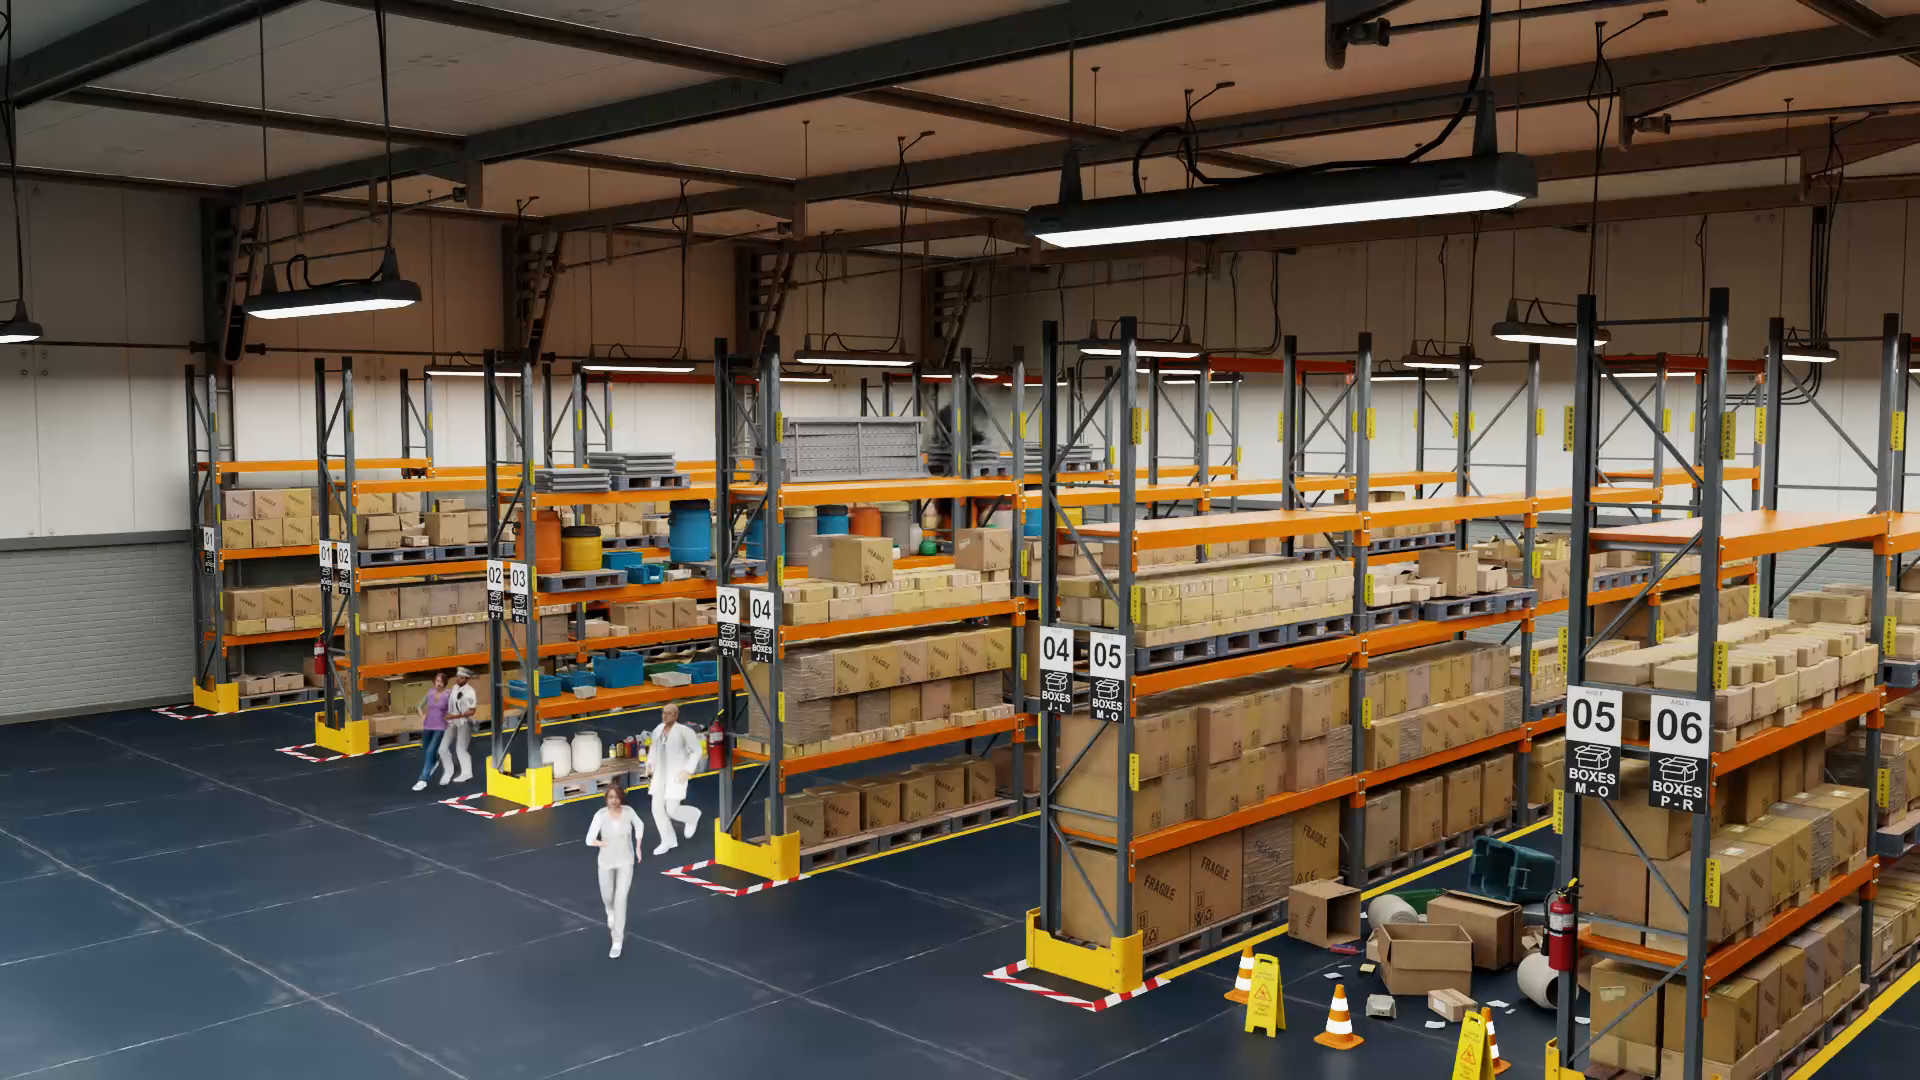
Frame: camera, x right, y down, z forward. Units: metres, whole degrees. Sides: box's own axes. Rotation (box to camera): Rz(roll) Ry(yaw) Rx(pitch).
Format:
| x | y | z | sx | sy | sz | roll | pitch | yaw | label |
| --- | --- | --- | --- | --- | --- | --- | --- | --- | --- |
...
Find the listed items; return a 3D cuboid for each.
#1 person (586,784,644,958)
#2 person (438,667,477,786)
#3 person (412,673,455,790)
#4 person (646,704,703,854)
| x | y | z | sx | sy | sz | roll | pitch | yaw | label |
| --- | --- | --- | --- | --- | --- | --- | --- | --- | --- |
| -3.317 | 3.120 | 16.012 | 0.538 | 1.585 | 0.877 | -1 | 4 | -9 | person |
| -6.930 | 2.580 | 23.040 | 0.592 | 1.694 | 0.627 | 2 | 5 | 24 | person |
| -7.224 | 2.615 | 22.968 | 0.601 | 1.559 | 0.834 | 0 | 4 | 5 | person |
| -3.378 | 2.800 | 19.721 | 0.743 | 1.751 | 0.715 | 2 | 5 | 26 | person |
